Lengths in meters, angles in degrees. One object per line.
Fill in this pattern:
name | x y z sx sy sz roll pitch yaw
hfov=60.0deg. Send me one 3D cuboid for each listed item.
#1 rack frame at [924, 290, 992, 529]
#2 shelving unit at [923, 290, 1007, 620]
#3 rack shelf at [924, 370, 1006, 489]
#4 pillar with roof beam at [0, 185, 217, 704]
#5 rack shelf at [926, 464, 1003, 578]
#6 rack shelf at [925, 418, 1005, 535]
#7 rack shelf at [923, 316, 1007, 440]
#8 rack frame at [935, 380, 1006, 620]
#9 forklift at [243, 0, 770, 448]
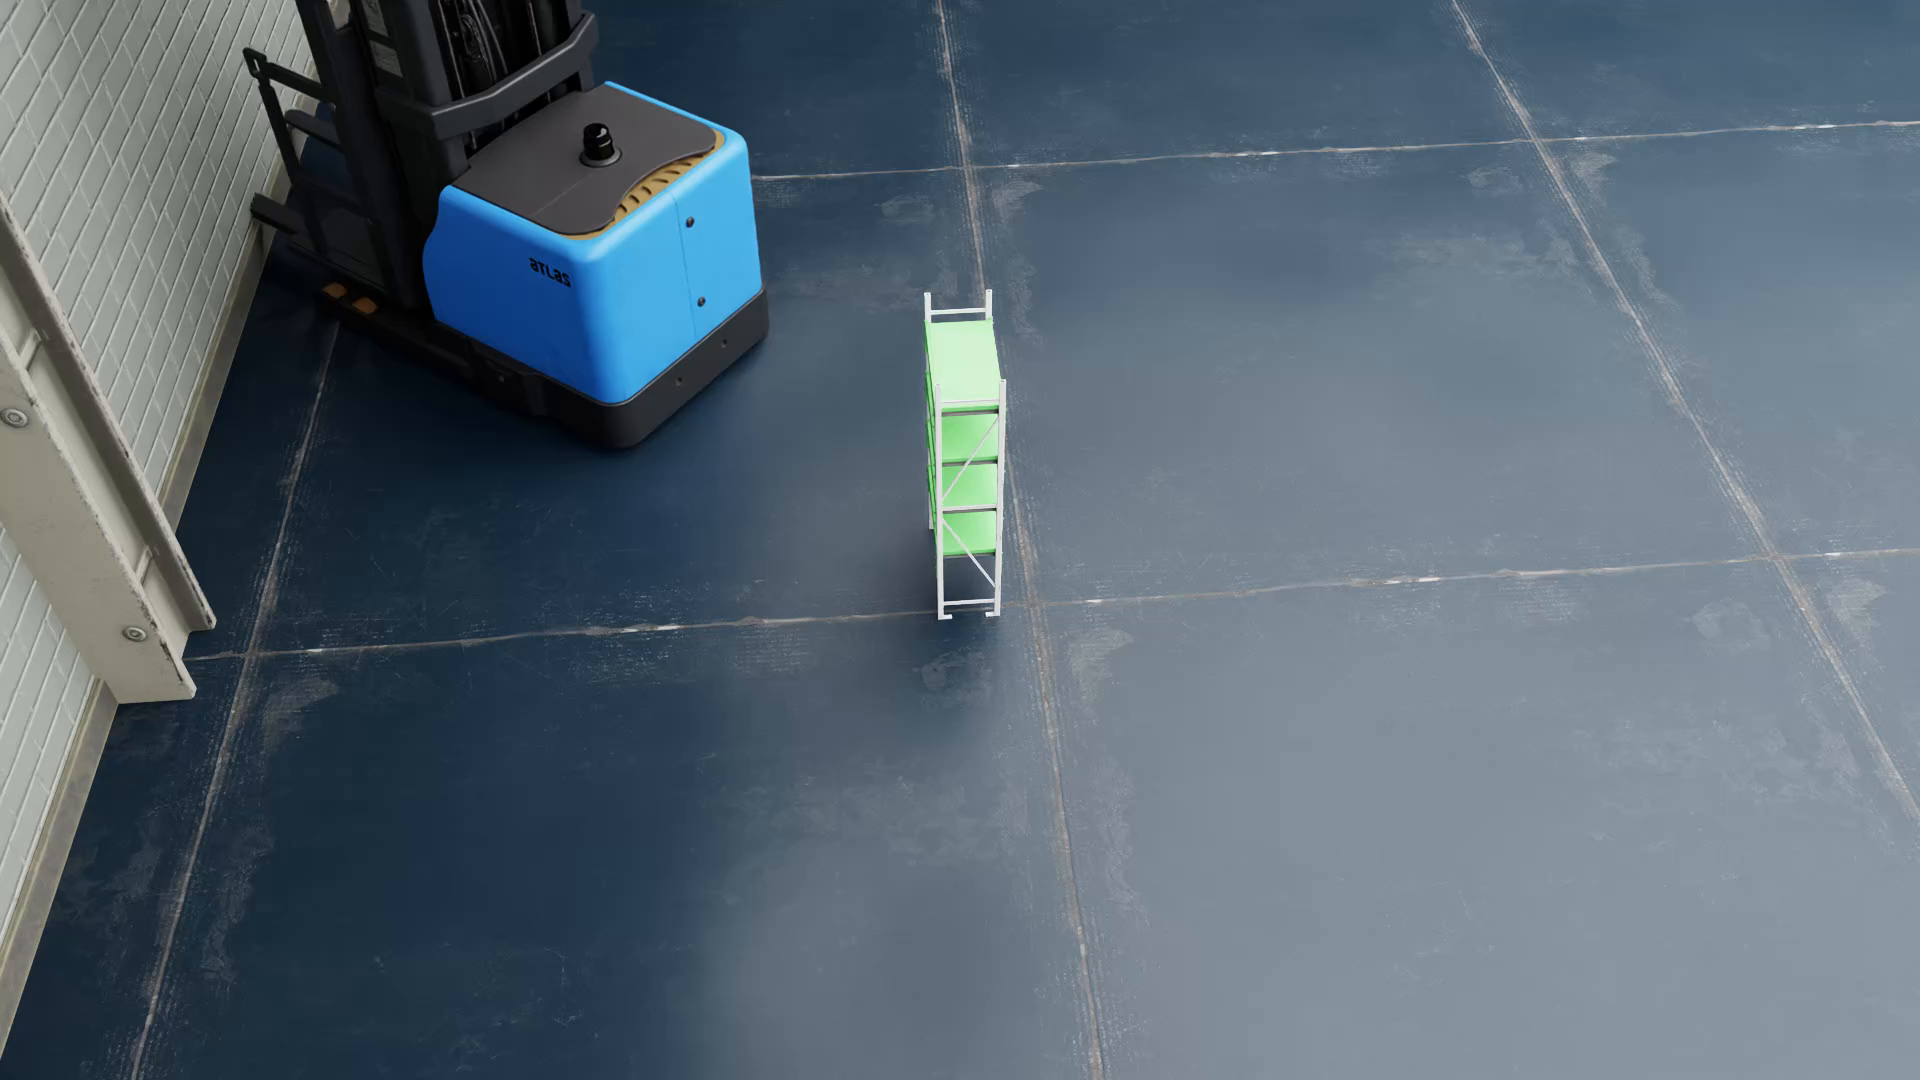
rack frame | -0.007 -0.469 6.368 0.240 1.200 0.015 -3 47 -3
shelving unit | 0.014 -0.293 6.201 0.258 1.200 0.503 -3 47 -3
rack shelf | 0.014 -0.414 6.073 0.258 0.148 0.480 -3 47 -3
pillar with roof beam | 1.265 -2.900 3.298 9.100 9.000 0.400 -3 47 -3
rack shelf | 0.014 -0.084 6.422 0.258 0.148 0.480 -3 47 -3
rack shelf | 0.014 -0.249 6.247 0.258 0.148 0.480 -3 47 -3
rack shelf | 0.014 -0.579 5.899 0.258 0.148 0.480 -3 47 -3
rack frame | 0.034 -0.116 6.034 0.240 1.200 0.015 -3 47 -3
forklift | -2.373 -2.246 6.859 3.031 2.935 1.130 26 52 23
